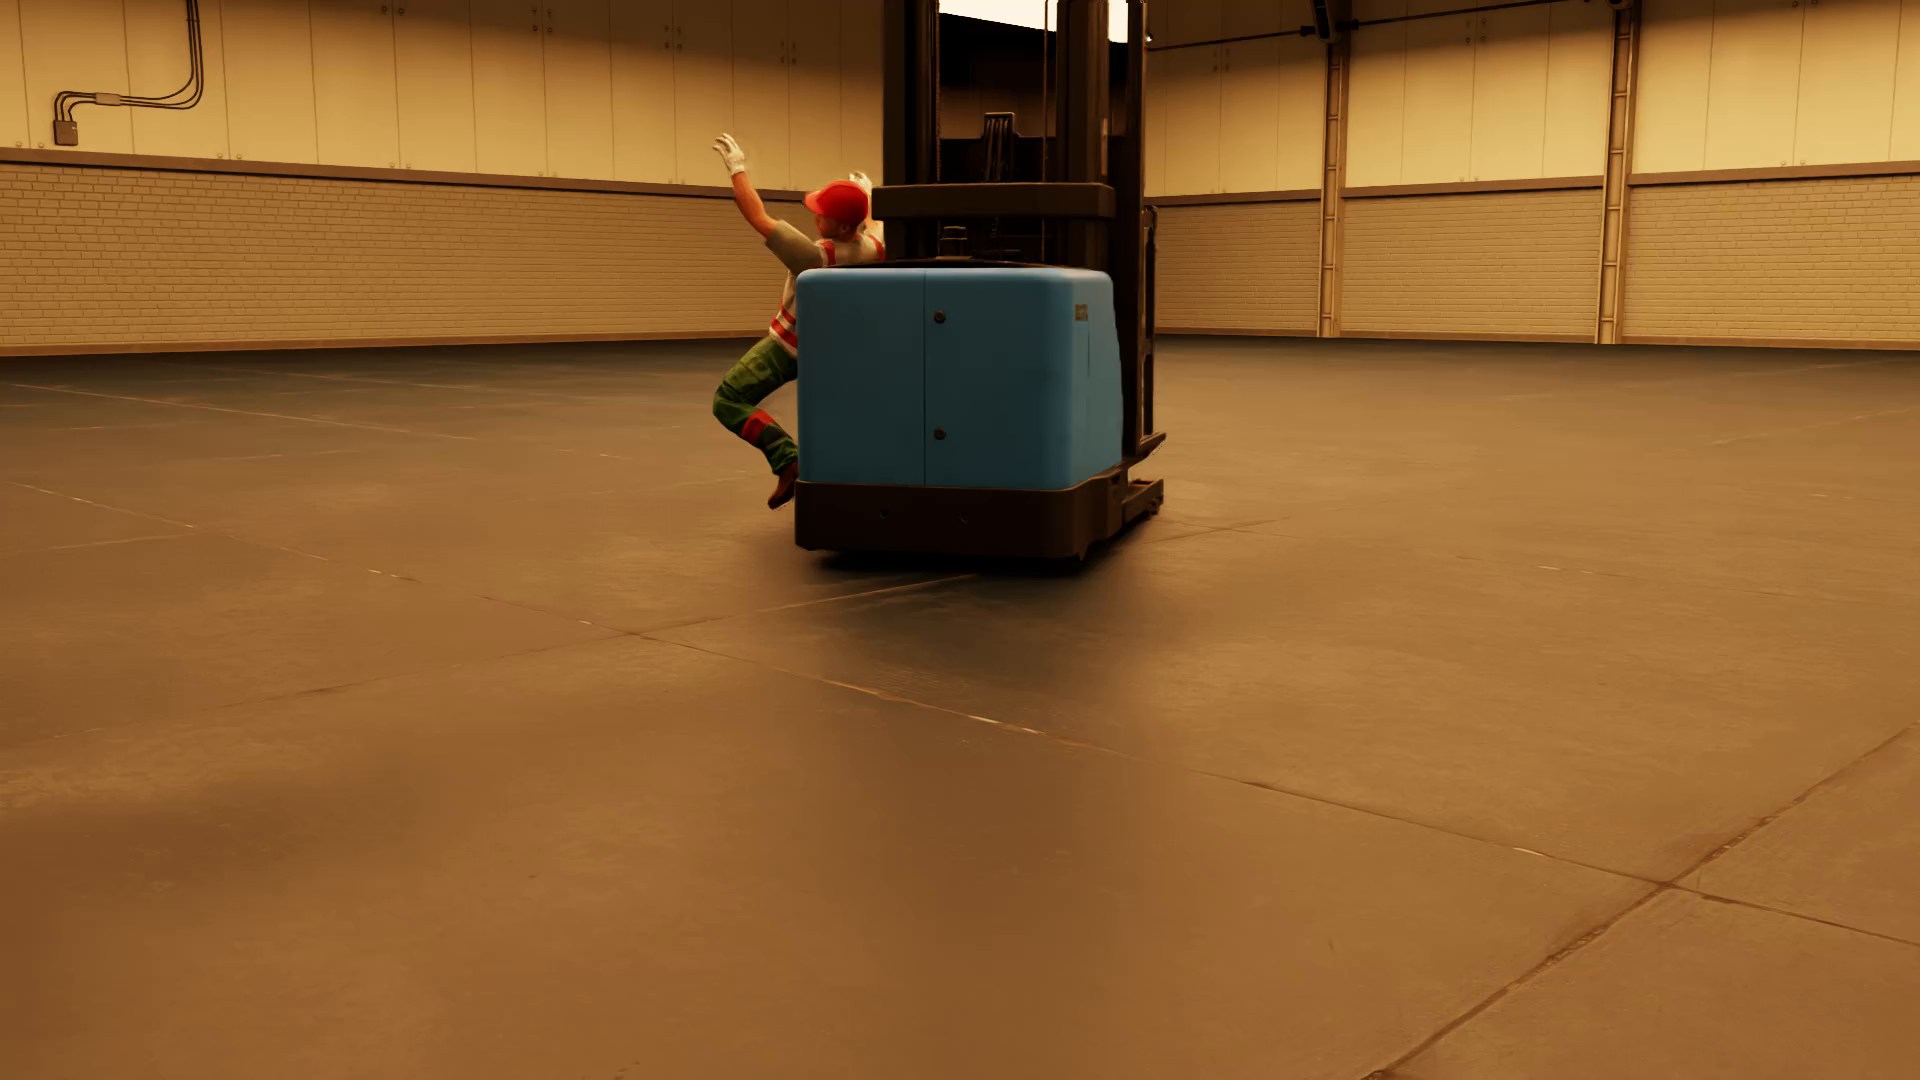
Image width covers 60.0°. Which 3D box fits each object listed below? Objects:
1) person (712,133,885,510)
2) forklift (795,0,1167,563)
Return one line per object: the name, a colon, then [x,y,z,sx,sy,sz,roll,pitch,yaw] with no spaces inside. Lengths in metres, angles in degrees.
person: [-0.605,-0.983,7.561,0.738,1.658,1.013,8,11,41]
forklift: [0.294,-1.547,7.150,1.130,2.935,3.031,2,9,16]
